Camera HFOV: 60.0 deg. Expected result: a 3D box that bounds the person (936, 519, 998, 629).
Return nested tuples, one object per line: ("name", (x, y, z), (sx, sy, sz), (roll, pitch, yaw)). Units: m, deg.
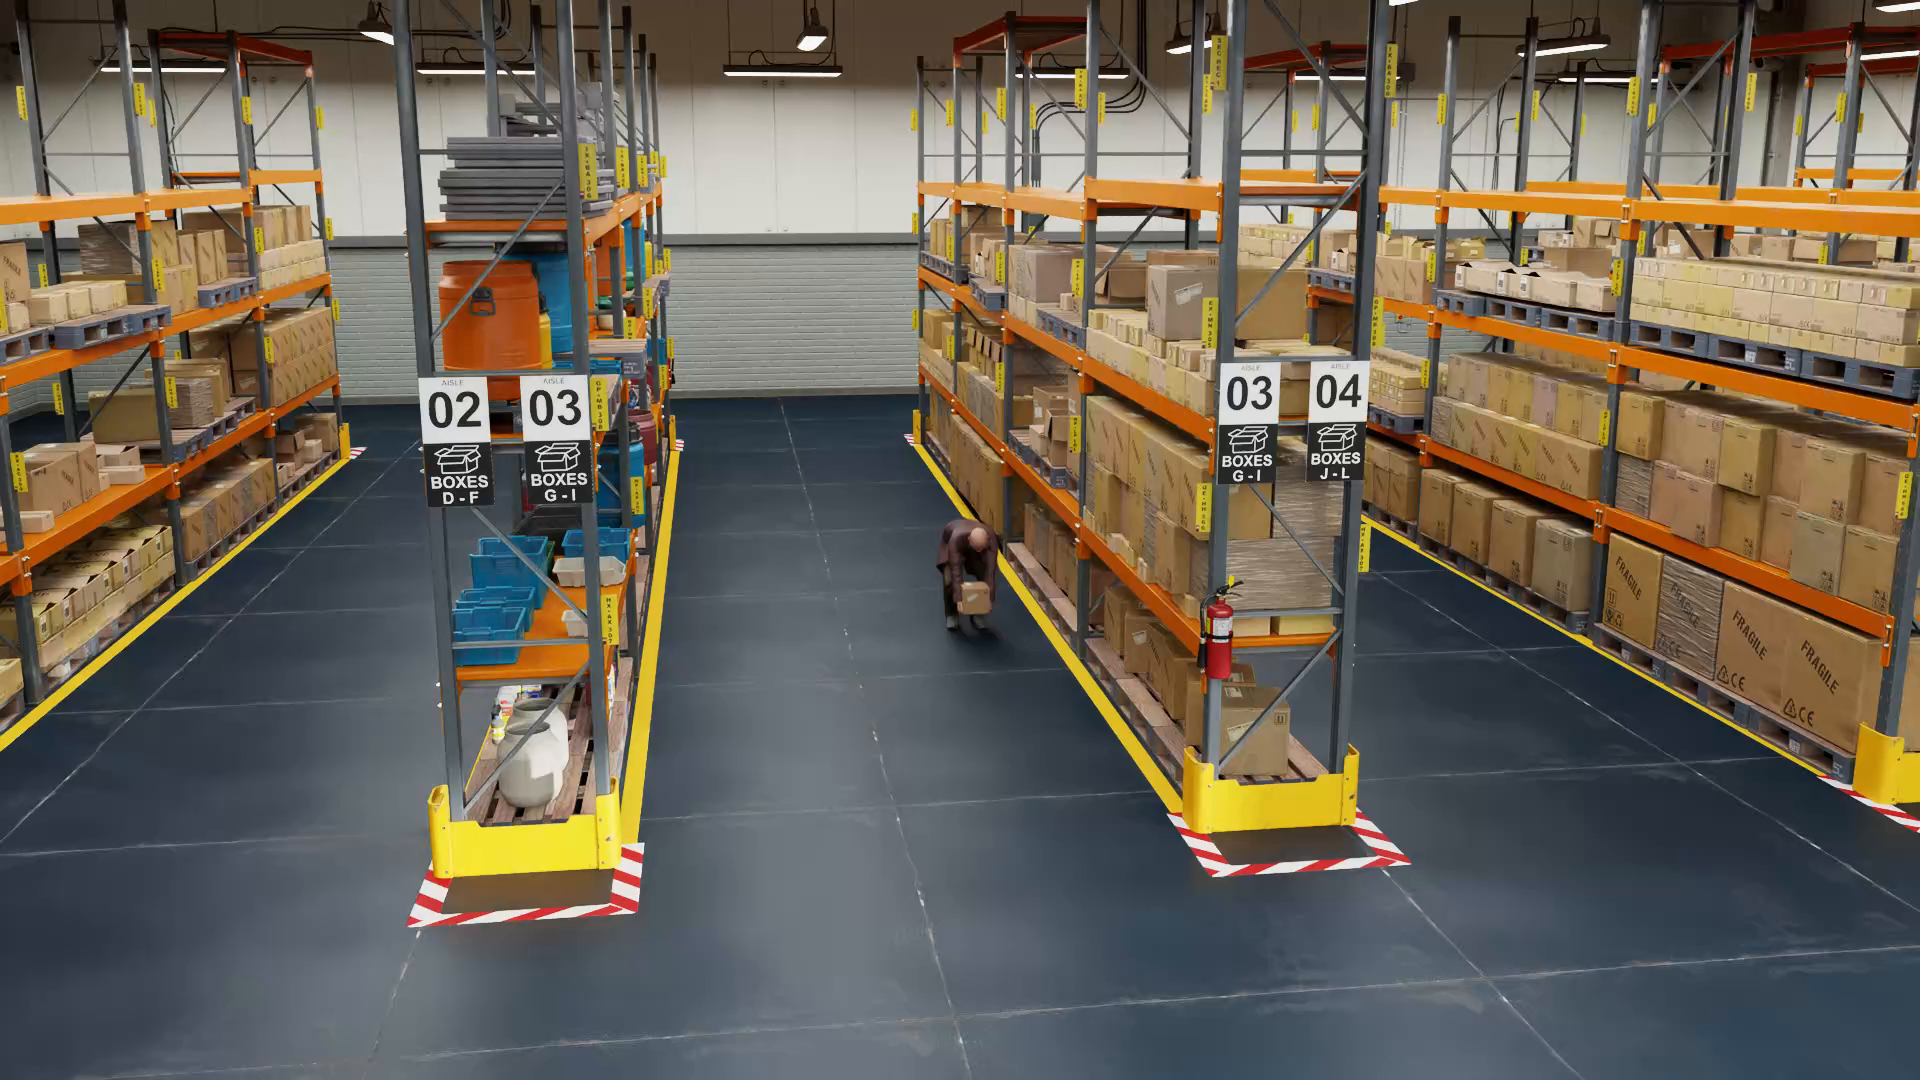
("person", (0.083, 0.339, 16.063), (0.581, 1.094, 0.941), (-3, 13, -11))
